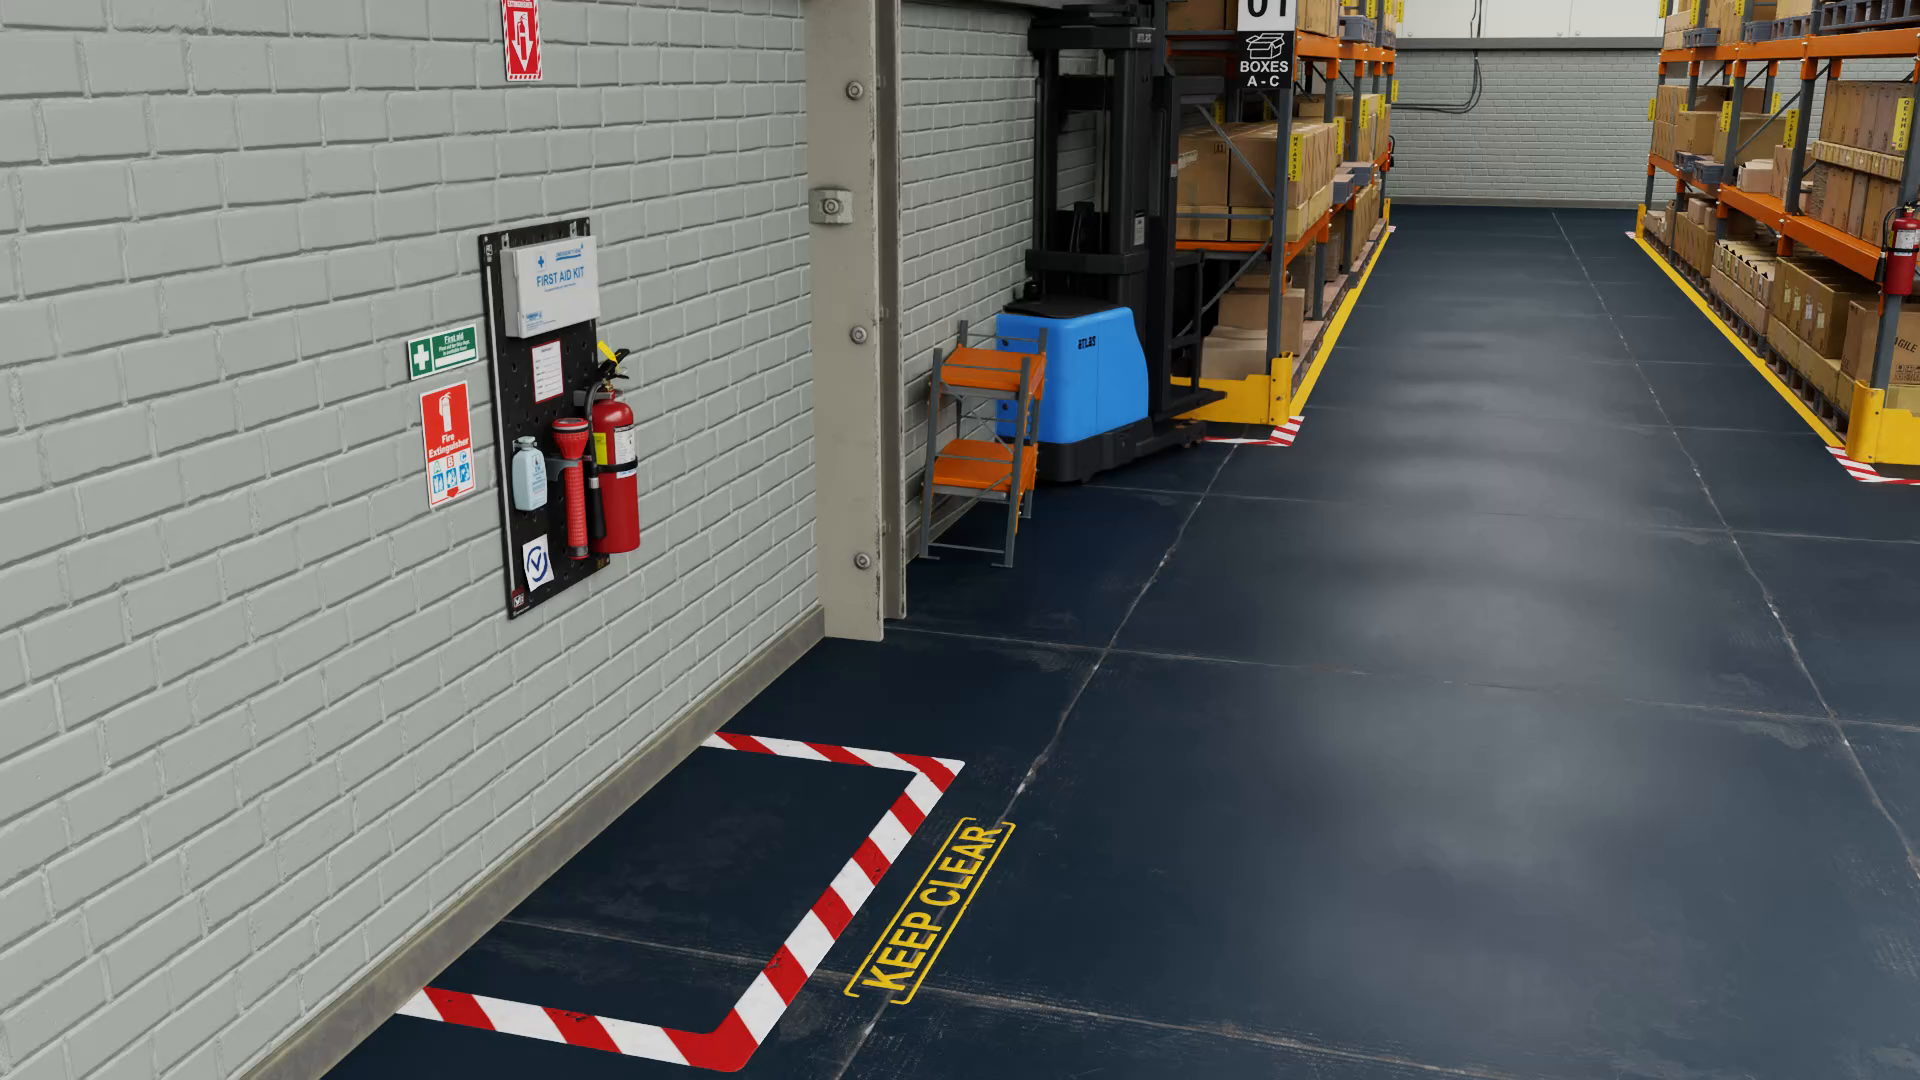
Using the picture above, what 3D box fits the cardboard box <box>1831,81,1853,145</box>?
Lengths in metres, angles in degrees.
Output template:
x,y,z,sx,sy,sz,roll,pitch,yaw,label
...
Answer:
x,y,z,sx,sy,sz,roll,pitch,yaw,label
7.499,-3.444,13.415,0.700,0.500,0.500,5,16,16,cardboard box

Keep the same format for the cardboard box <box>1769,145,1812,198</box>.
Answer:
x,y,z,sx,sy,sz,roll,pitch,yaw,label
8.437,-3.675,16.607,0.500,0.500,0.500,4,16,13,cardboard box

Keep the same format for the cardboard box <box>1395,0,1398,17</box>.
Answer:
x,y,z,sx,sy,sz,roll,pitch,yaw,label
6.474,-8.313,25.591,0.500,0.500,0.500,5,16,16,cardboard box

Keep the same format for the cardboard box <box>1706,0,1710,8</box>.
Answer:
x,y,z,sx,sy,sz,roll,pitch,yaw,label
10.136,-7.216,21.762,0.700,0.500,0.500,5,16,16,cardboard box

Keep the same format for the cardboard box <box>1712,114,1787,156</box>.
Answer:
x,y,z,sx,sy,sz,roll,pitch,yaw,label
9.592,-4.897,20.145,0.700,0.500,0.500,1,16,2,cardboard box

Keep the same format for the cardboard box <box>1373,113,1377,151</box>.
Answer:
x,y,z,sx,sy,sz,roll,pitch,yaw,label
5.394,-5.558,22.662,0.500,0.500,0.500,4,16,15,cardboard box

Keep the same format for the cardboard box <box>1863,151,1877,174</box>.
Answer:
x,y,z,sx,sy,sz,roll,pitch,yaw,label
6.917,-2.788,12.291,0.380,0.149,0.250,5,17,17,cardboard box

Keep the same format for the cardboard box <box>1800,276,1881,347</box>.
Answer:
x,y,z,sx,sy,sz,roll,pitch,yaw,label
6.905,-1.771,12.973,0.500,0.500,0.500,5,16,16,cardboard box

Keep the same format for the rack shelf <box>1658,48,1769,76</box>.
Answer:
x,y,z,sx,sy,sz,roll,pitch,yaw,label
10.603,-6.734,23.396,1.077,0.370,4.000,5,16,16,rack shelf

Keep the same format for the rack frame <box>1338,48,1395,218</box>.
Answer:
x,y,z,sx,sy,sz,roll,pitch,yaw,label
6.421,-6.544,26.903,1.000,3.000,0.127,5,16,16,rack frame

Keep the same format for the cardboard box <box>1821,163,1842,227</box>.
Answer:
x,y,z,sx,sy,sz,roll,pitch,yaw,label
7.497,-2.814,13.570,0.700,0.500,0.500,4,16,15,cardboard box

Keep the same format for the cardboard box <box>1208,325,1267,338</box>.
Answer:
x,y,z,sx,sy,sz,roll,pitch,yaw,label
2.319,-1.599,13.591,0.500,0.311,0.500,6,17,20,cardboard box

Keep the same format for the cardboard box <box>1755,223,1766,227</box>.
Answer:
x,y,z,sx,sy,sz,roll,pitch,yaw,label
9.735,-3.579,20.224,0.500,0.500,0.500,4,16,14,cardboard box

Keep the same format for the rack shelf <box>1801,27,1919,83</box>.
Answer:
x,y,z,sx,sy,sz,roll,pitch,yaw,label
7.193,-3.595,12.327,1.077,0.370,4.000,5,16,16,rack shelf

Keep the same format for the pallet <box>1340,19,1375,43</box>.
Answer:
x,y,z,sx,sy,sz,roll,pitch,yaw,label
3.580,-5.182,16.948,1.213,0.211,1.003,5,16,16,pallet

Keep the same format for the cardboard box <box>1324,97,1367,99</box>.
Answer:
x,y,z,sx,sy,sz,roll,pitch,yaw,label
4.675,-5.252,20.209,0.500,0.250,0.500,4,16,15,cardboard box

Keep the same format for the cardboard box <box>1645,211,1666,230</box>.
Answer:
x,y,z,sx,sy,sz,roll,pitch,yaw,label
10.603,-4.798,24.982,0.500,0.250,0.500,5,16,16,cardboard box

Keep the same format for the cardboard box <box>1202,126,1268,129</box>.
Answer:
x,y,z,sx,sy,sz,roll,pitch,yaw,label
2.379,-3.331,14.439,0.500,0.500,0.500,5,17,17,cardboard box

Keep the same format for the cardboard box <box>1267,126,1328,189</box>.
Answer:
x,y,z,sx,sy,sz,roll,pitch,yaw,label
2.883,-3.293,14.305,0.500,0.500,0.500,4,16,14,cardboard box

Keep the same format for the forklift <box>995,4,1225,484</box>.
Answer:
x,y,z,sx,sy,sz,roll,pitch,yaw,label
1.087,-2.112,11.405,1.130,2.935,3.031,11,19,33,forklift

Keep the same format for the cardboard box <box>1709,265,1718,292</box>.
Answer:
x,y,z,sx,sy,sz,roll,pitch,yaw,label
8.467,-2.832,18.088,0.500,0.250,0.500,5,16,16,cardboard box

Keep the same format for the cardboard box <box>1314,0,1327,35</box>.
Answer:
x,y,z,sx,sy,sz,roll,pitch,yaw,label
2.671,-4.342,13.425,0.500,0.500,0.500,6,17,19,cardboard box

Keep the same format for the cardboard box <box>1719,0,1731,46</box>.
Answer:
x,y,z,sx,sy,sz,roll,pitch,yaw,label
9.282,-5.945,19.112,0.910,0.500,0.500,5,16,16,cardboard box

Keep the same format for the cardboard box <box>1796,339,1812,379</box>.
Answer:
x,y,z,sx,sy,sz,roll,pitch,yaw,label
6.908,-1.410,13.074,0.500,0.250,0.500,5,16,16,cardboard box

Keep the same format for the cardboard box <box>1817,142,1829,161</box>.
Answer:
x,y,z,sx,sy,sz,roll,pitch,yaw,label
7.428,-3.260,13.955,0.380,0.149,0.250,5,17,17,cardboard box

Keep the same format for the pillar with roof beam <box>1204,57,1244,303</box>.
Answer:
x,y,z,sx,sy,sz,roll,pitch,yaw,label
7.076,-6.730,16.565,9.100,9.000,0.400,5,16,16,pillar with roof beam

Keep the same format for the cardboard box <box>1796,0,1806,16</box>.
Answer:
x,y,z,sx,sy,sz,roll,pitch,yaw,label
8.518,-5.230,16.280,0.500,0.250,0.500,4,16,15,cardboard box

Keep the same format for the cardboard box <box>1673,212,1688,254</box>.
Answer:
x,y,z,sx,sy,sz,roll,pitch,yaw,label
9.663,-4.015,21.764,0.500,0.500,0.500,4,16,13,cardboard box

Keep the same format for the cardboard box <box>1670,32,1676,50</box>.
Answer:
x,y,z,sx,sy,sz,roll,pitch,yaw,label
10.486,-7.156,23.839,0.500,0.250,0.500,5,16,16,cardboard box

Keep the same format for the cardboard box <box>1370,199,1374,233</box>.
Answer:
x,y,z,sx,sy,sz,roll,pitch,yaw,label
5.741,-4.816,24.621,0.700,0.500,0.500,4,16,15,cardboard box

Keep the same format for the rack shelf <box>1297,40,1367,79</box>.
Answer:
x,y,z,sx,sy,sz,roll,pitch,yaw,label
3.579,-5.024,17.368,1.077,0.370,4.000,5,16,16,rack shelf

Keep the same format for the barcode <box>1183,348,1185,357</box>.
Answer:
x,y,z,sx,sy,sz,roll,pitch,yaw,label
1.778,-1.490,13.190,0.001,0.075,0.075,5,16,16,barcode

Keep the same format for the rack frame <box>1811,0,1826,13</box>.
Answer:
x,y,z,sx,sy,sz,roll,pitch,yaw,label
7.761,-5.907,13.665,1.000,3.000,0.127,5,16,16,rack frame

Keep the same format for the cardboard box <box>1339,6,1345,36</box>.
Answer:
x,y,z,sx,sy,sz,roll,pitch,yaw,label
3.690,-5.621,17.927,0.797,0.503,0.637,7,17,24,cardboard box

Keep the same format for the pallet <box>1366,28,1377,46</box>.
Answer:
x,y,z,sx,sy,sz,roll,pitch,yaw,label
4.279,-5.975,19.749,1.213,0.211,1.003,5,17,18,pallet

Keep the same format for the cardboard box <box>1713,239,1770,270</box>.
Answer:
x,y,z,sx,sy,sz,roll,pitch,yaw,label
8.467,-3.102,18.011,0.500,0.311,0.500,5,17,18,cardboard box

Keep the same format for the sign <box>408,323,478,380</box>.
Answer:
x,y,z,sx,sy,sz,roll,pitch,yaw,label
-1.447,-0.531,4.666,0.001,0.109,0.331,5,16,16,sign

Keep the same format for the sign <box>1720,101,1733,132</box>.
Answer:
x,y,z,sx,sy,sz,roll,pitch,yaw,label
8.375,-4.626,18.165,0.100,0.325,0.005,5,16,16,sign

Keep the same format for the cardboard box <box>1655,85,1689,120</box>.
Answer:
x,y,z,sx,sy,sz,roll,pitch,yaw,label
10.792,-6.594,25.065,0.500,0.500,0.500,5,17,18,cardboard box

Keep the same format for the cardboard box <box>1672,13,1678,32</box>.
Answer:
x,y,z,sx,sy,sz,roll,pitch,yaw,label
10.491,-7.396,23.770,0.500,0.250,0.500,5,16,16,cardboard box

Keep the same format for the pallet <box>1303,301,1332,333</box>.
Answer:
x,y,z,sx,sy,sz,roll,pitch,yaw,label
3.230,-2.266,16.933,1.003,0.211,1.213,5,16,16,pallet

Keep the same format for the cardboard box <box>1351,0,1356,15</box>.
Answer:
x,y,z,sx,sy,sz,roll,pitch,yaw,label
4.500,-6.571,20.514,0.700,0.500,0.500,6,17,19,cardboard box

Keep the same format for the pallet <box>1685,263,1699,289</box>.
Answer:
x,y,z,sx,sy,sz,roll,pitch,yaw,label
9.495,-3.236,20.353,1.003,0.211,1.213,5,16,16,pallet

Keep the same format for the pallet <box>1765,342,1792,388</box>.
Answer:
x,y,z,sx,sy,sz,roll,pitch,yaw,label
7.495,-1.475,14.142,1.003,0.211,1.213,5,16,16,pallet

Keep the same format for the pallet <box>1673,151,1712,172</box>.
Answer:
x,y,z,sx,sy,sz,roll,pitch,yaw,label
9.703,-4.821,21.181,1.003,0.211,1.213,5,16,16,pallet

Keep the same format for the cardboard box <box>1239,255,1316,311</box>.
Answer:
x,y,z,sx,sy,sz,roll,pitch,yaw,label
3.204,-2.607,16.799,0.700,0.500,0.500,5,17,18,cardboard box

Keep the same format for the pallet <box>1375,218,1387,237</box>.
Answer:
x,y,z,sx,sy,sz,roll,pitch,yaw,label
6.268,-4.987,26.524,1.003,0.211,1.213,5,16,16,pallet

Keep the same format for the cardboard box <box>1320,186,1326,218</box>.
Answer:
x,y,z,sx,sy,sz,roll,pitch,yaw,label
2.889,-2.932,14.407,0.500,0.250,0.500,5,16,16,cardboard box

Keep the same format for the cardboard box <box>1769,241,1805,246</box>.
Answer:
x,y,z,sx,sy,sz,roll,pitch,yaw,label
8.985,-3.060,17.864,0.500,0.311,0.500,5,17,17,cardboard box

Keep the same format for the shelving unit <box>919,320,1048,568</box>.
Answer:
x,y,z,sx,sy,sz,roll,pitch,yaw,label
0.140,-0.558,9.170,0.538,1.125,1.048,6,16,6,shelving unit

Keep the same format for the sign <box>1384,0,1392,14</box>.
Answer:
x,y,z,sx,sy,sz,roll,pitch,yaw,label
5.807,-7.301,22.551,0.100,0.325,0.005,5,16,16,sign

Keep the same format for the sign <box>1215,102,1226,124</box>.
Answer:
x,y,z,sx,sy,sz,roll,pitch,yaw,label
2.477,-4.003,15.825,0.100,0.325,0.005,5,16,16,sign
